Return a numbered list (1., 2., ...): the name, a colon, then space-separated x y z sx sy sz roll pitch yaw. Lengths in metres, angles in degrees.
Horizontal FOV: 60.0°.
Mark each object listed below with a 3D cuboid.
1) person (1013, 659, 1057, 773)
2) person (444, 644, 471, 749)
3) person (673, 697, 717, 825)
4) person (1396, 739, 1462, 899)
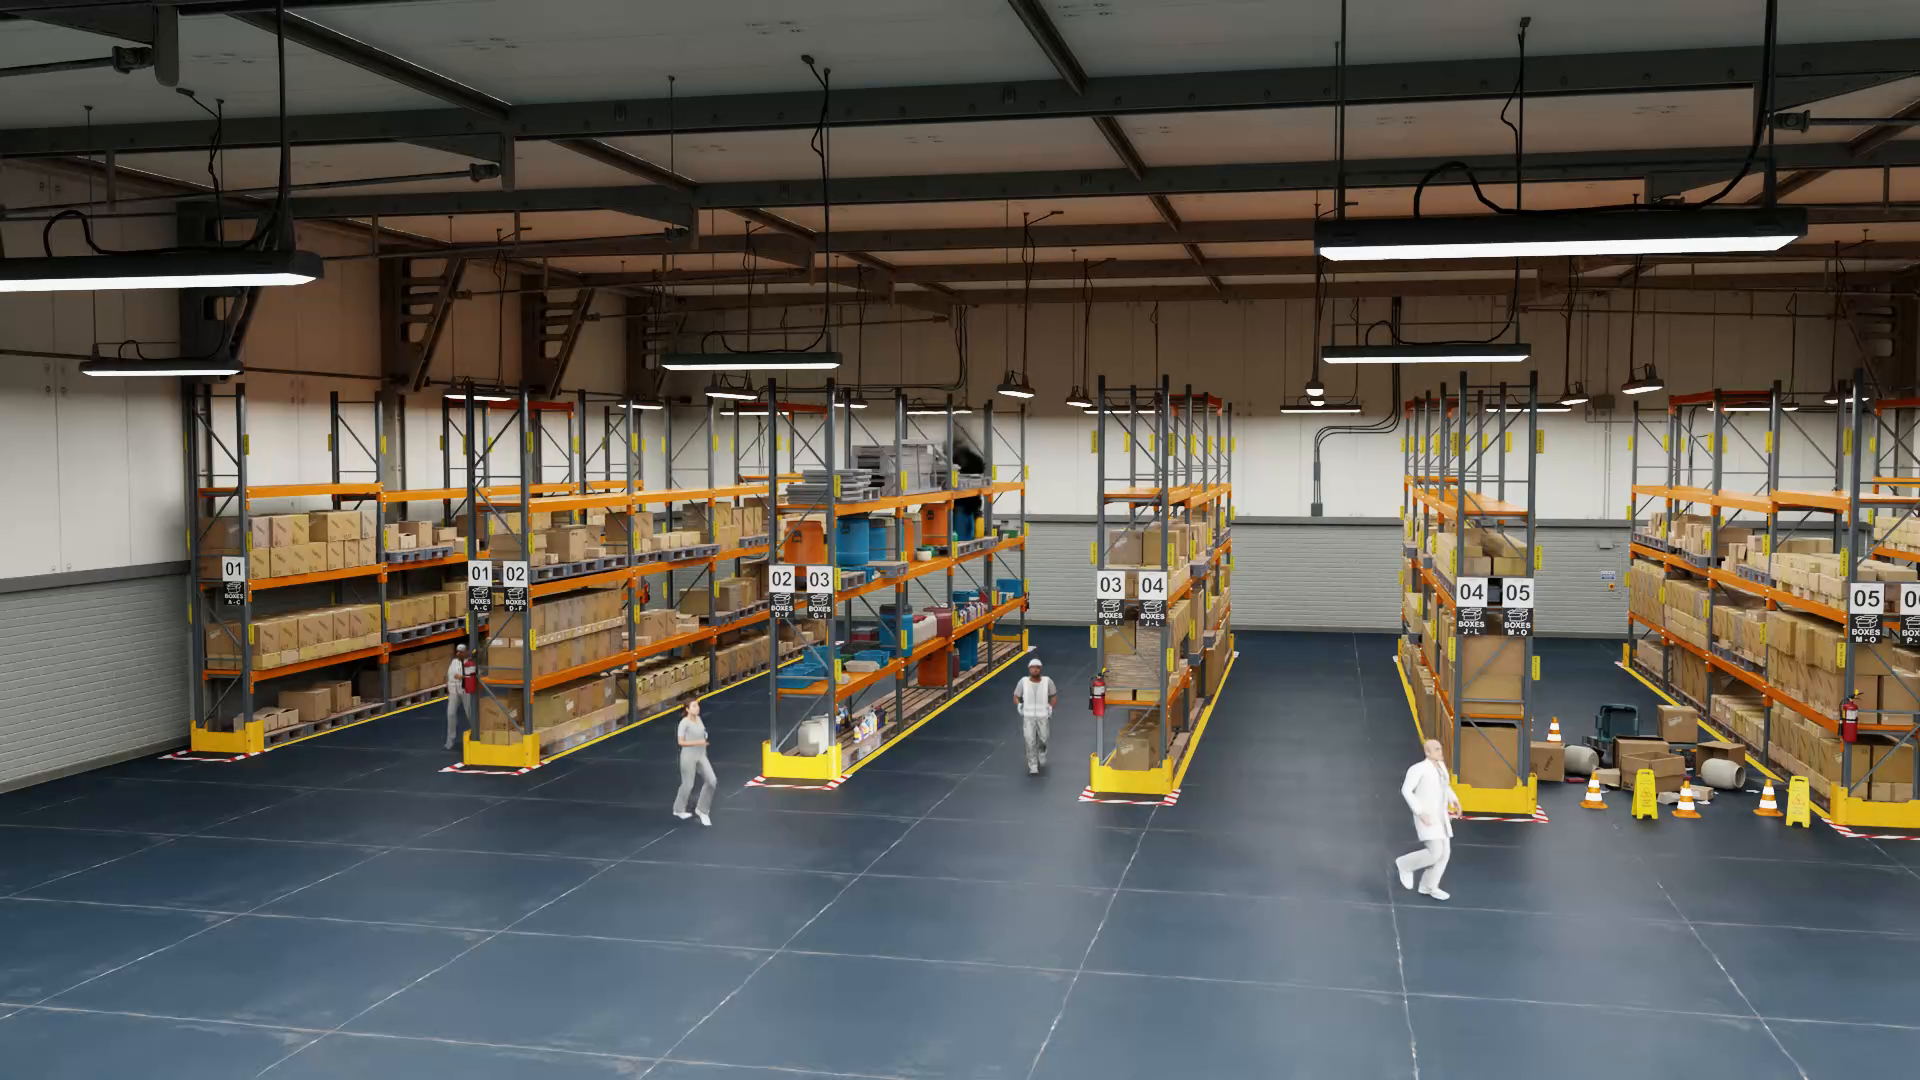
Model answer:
1. person: 1.148 2.682 25.389 0.679 1.733 0.621 0 3 3
2. person: -8.287 2.572 27.683 0.595 1.685 0.885 1 3 9
3. person: -3.521 2.921 21.930 0.731 1.710 0.542 3 4 39
4. person: 5.204 3.077 18.490 0.731 1.750 0.636 -3 4 -39
